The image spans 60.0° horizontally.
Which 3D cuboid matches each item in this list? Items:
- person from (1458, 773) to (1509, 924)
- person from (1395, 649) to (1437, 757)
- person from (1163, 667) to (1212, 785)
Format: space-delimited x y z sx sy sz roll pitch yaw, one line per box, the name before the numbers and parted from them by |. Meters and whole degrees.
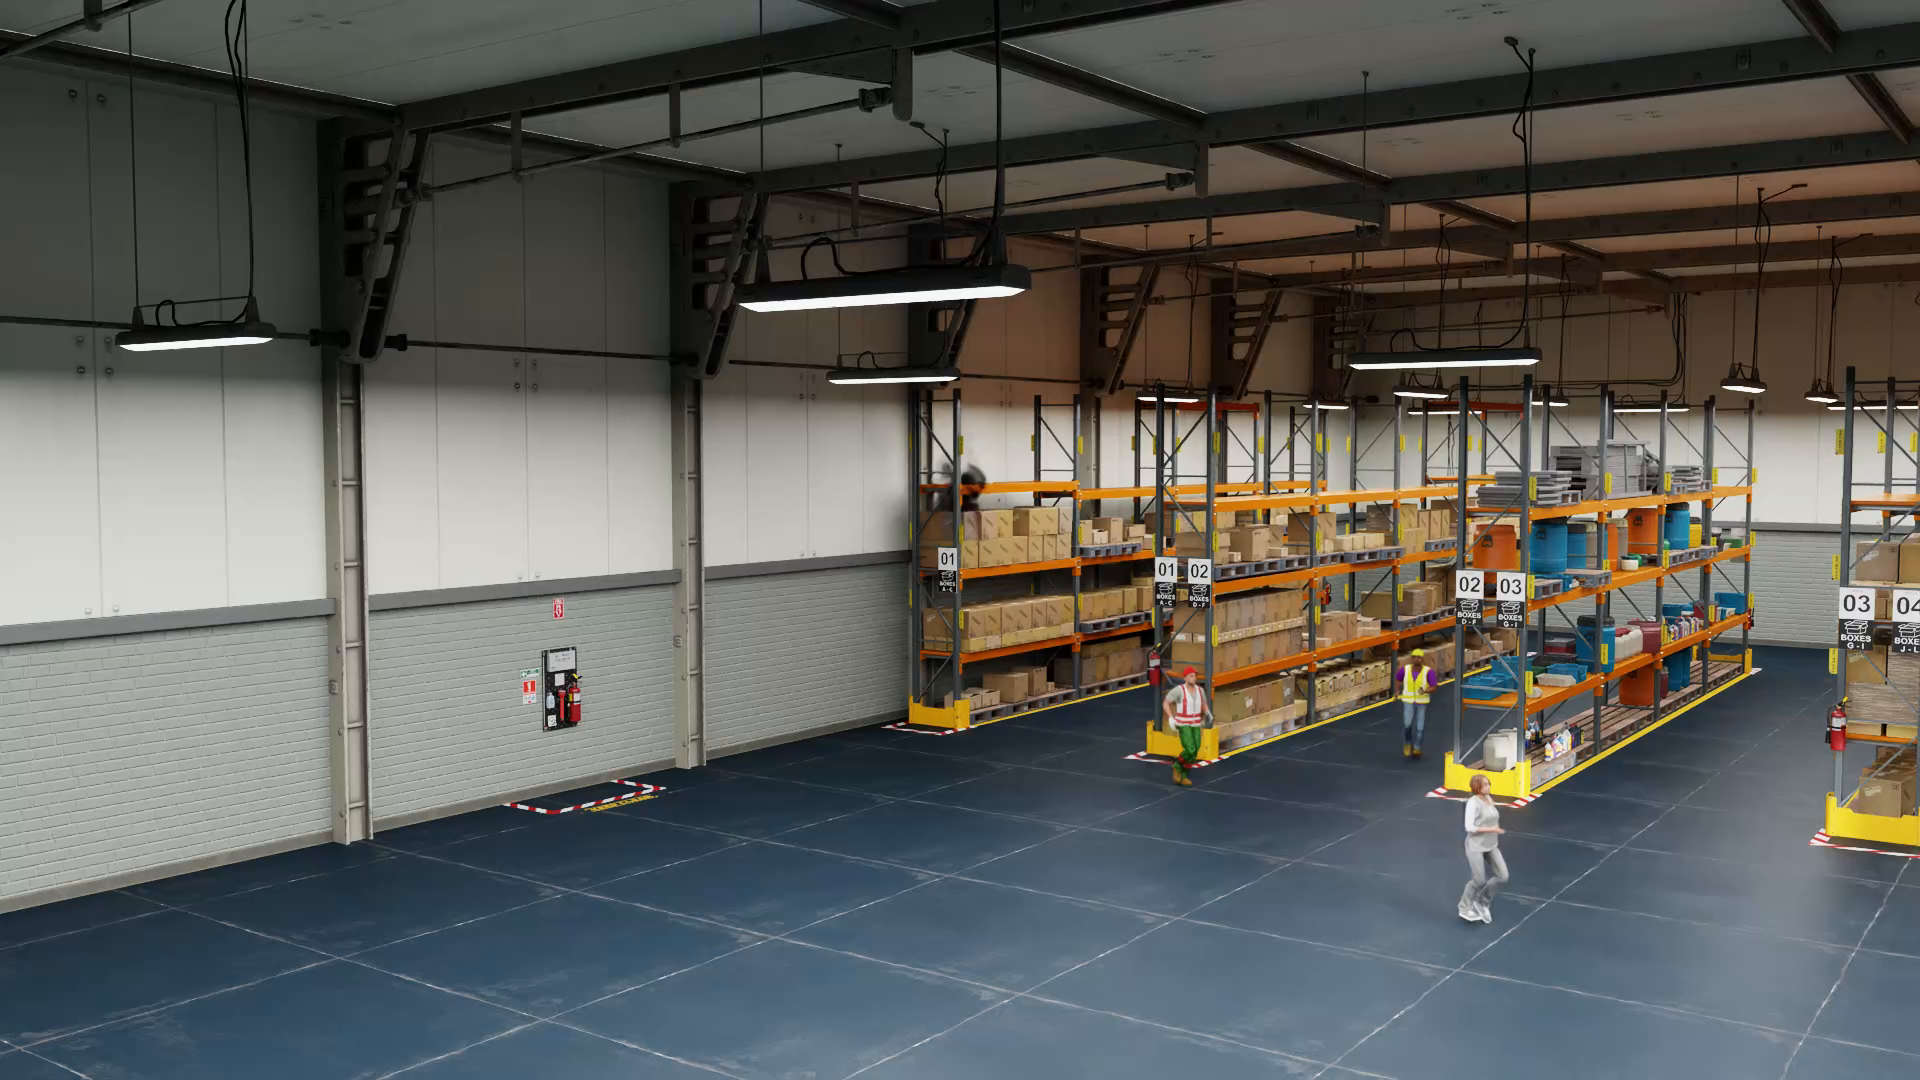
person | 5.455 3.218 17.281 0.519 1.582 0.615 -2 4 -34
person | 7.261 2.605 26.530 0.675 1.741 0.672 1 3 18
person | 3.396 2.731 24.375 0.664 1.749 0.571 -2 4 -29
